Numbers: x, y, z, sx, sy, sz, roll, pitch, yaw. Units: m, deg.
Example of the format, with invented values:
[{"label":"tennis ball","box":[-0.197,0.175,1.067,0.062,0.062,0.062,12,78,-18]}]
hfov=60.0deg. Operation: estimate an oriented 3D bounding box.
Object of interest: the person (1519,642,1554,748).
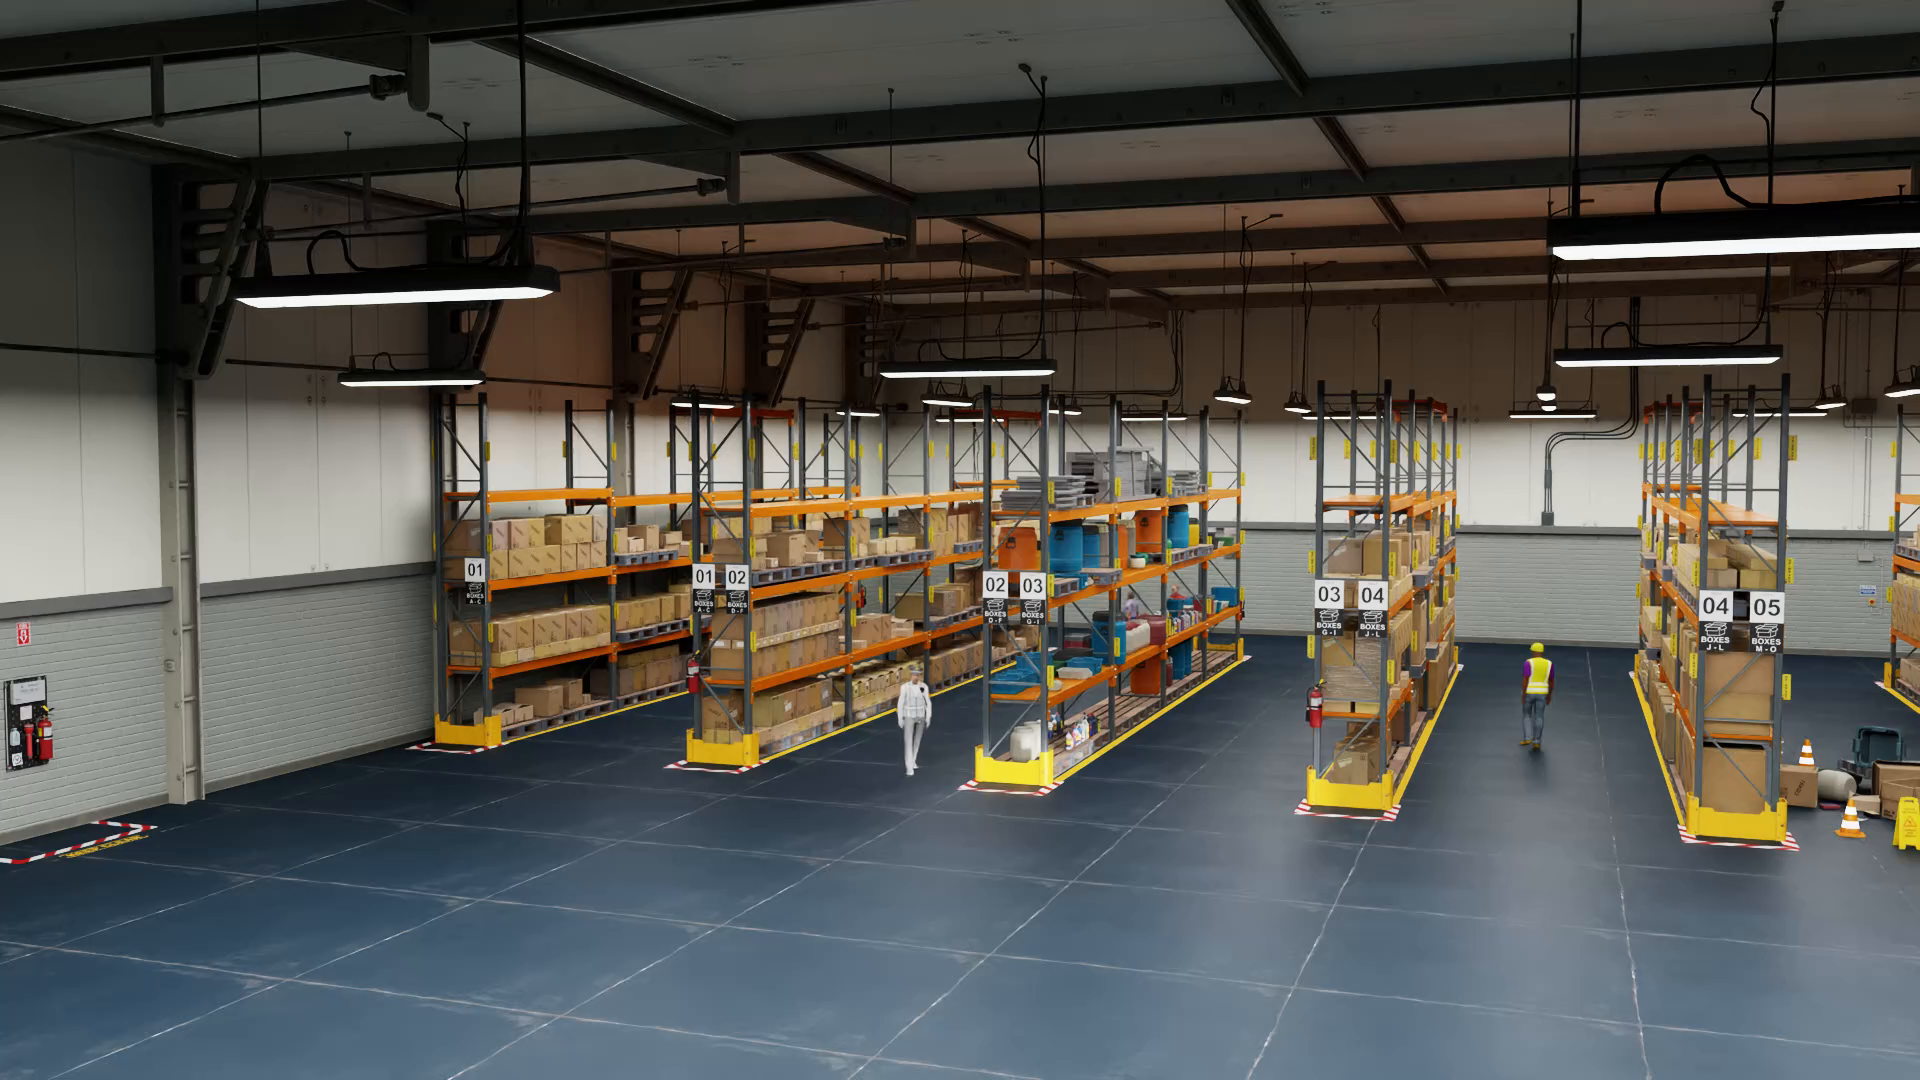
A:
[{"label":"person","box":[9.777,2.646,28.154,0.550,1.809,0.602,1,3,13]}]

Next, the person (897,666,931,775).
[{"label":"person","box":[-0.692,2.781,25.870,0.515,1.648,0.836,-1,3,-19]}]

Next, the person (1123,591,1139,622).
[{"label":"person","box":[4.118,2.038,40.134,0.504,1.612,0.764,-2,4,-37]}]

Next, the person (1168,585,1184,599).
[{"label":"person","box":[5.290,1.947,41.213,1.059,1.656,0.577,-2,4,-34]}]
